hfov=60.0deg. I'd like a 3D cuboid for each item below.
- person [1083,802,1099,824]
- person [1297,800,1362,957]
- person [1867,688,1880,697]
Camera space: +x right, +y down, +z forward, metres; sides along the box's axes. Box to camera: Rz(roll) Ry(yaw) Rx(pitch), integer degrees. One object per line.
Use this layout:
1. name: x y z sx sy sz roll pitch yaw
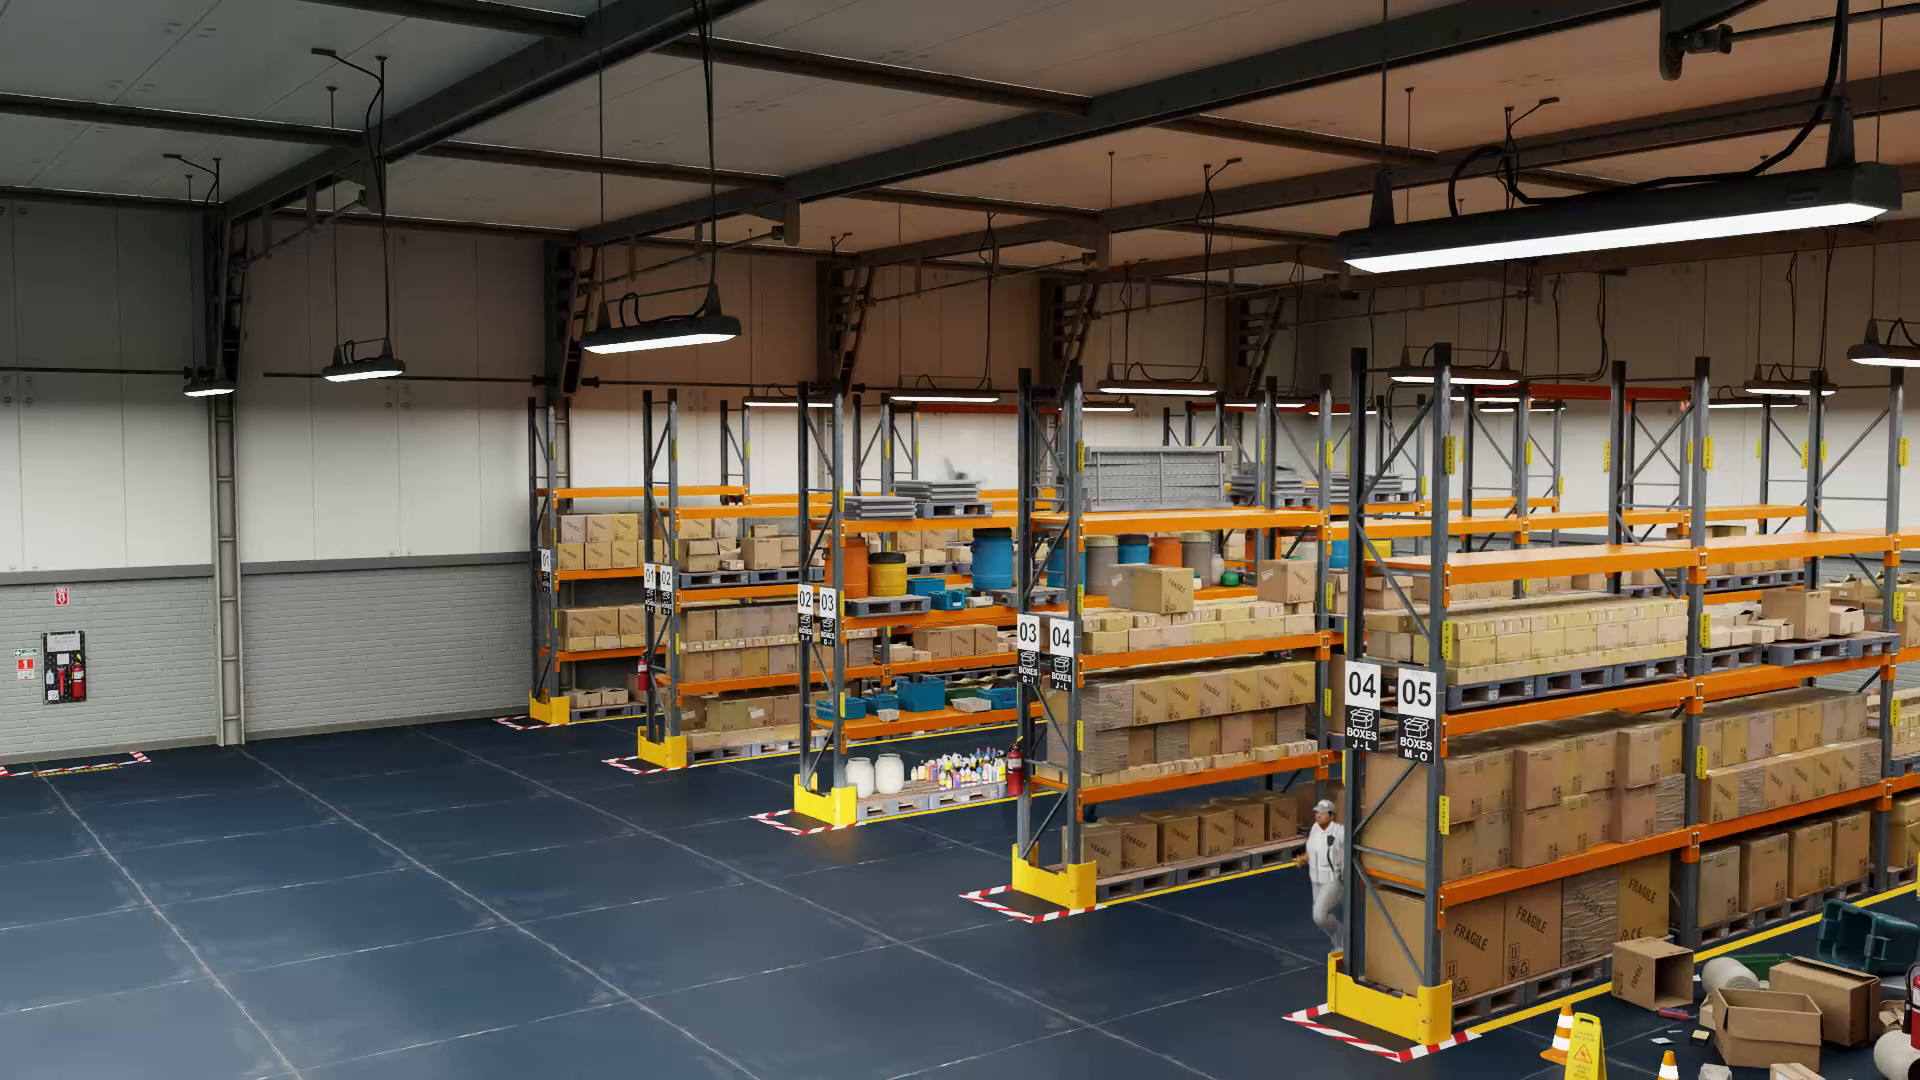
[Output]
1. person: 1.607 3.149 21.012 0.535 1.560 0.536 -3 4 -40
2. person: 3.660 3.382 16.504 0.669 1.614 0.608 -2 4 -31
3. person: 13.024 2.938 23.534 1.082 1.738 0.665 -3 4 -38
